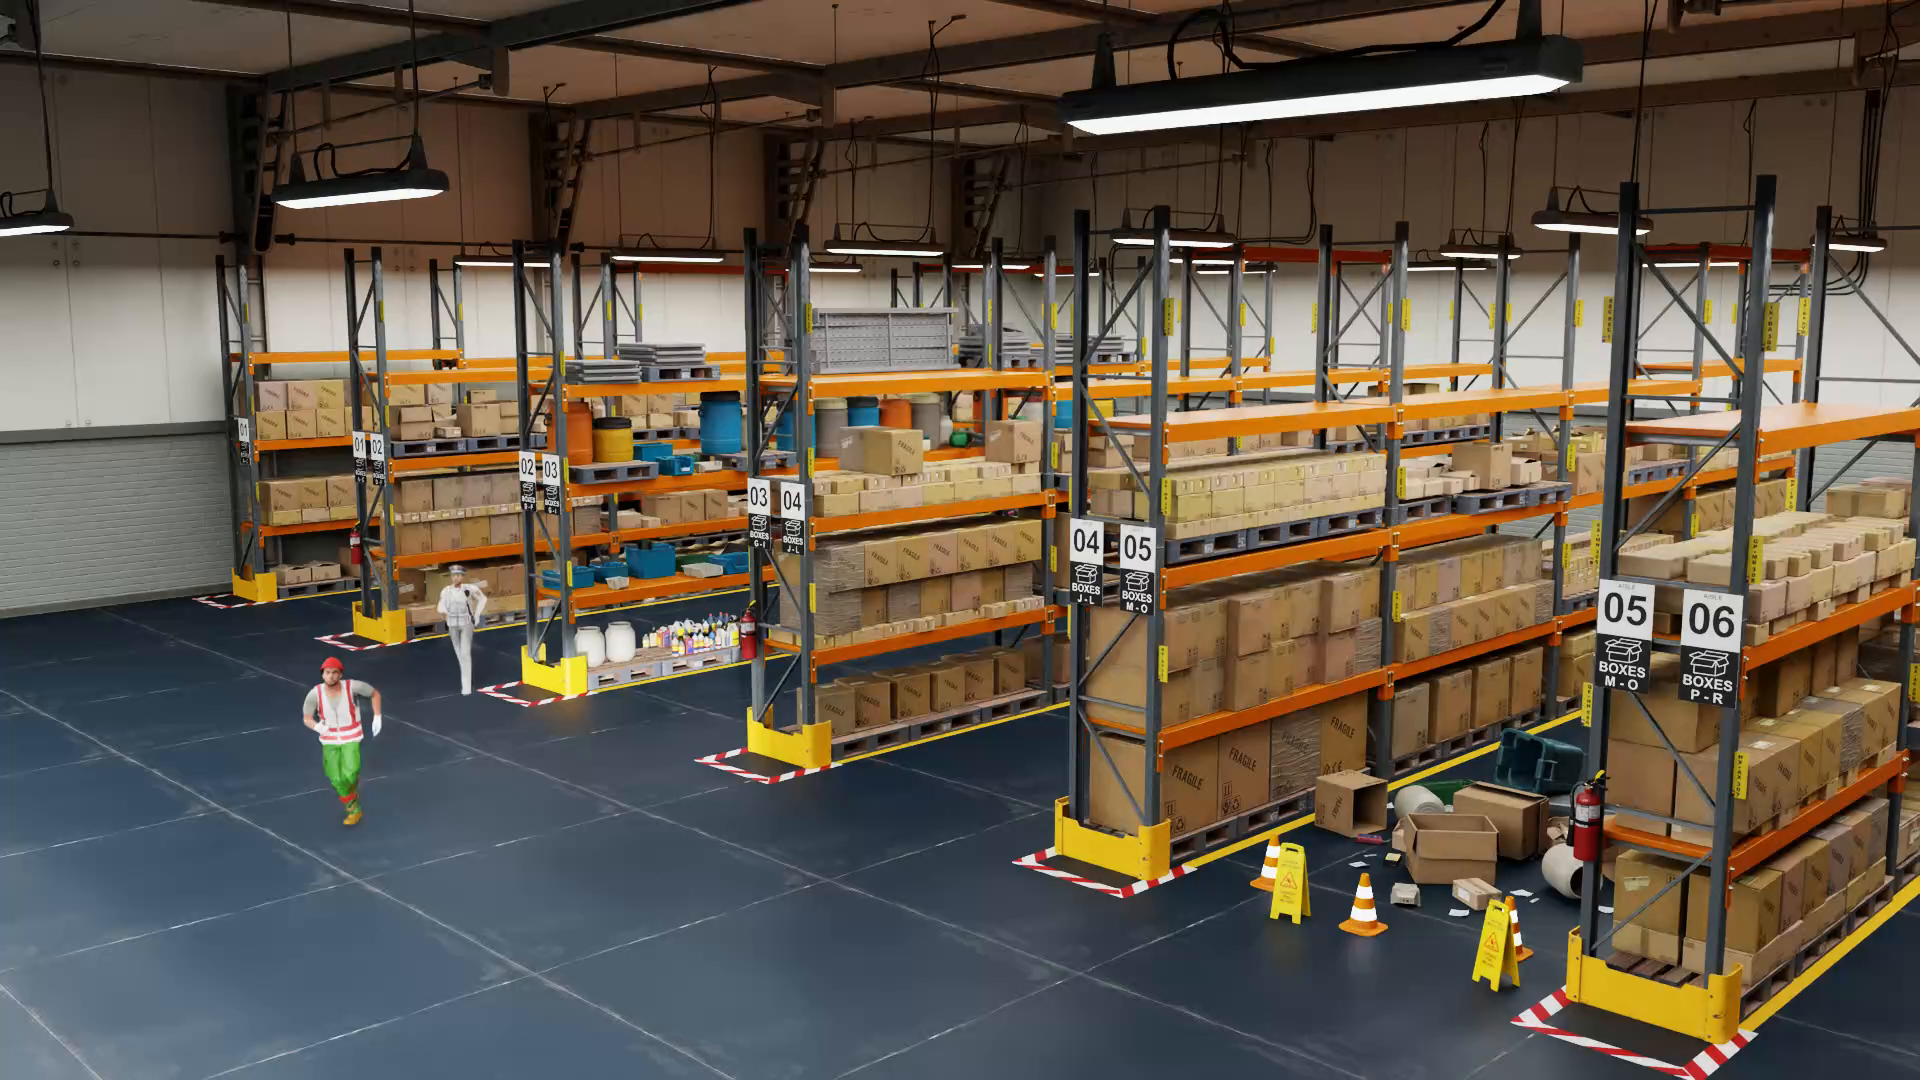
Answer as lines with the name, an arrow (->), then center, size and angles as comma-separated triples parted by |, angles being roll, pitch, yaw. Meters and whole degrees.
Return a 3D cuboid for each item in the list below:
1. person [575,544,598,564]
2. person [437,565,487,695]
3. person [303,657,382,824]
person -> -6.831, 0.051, 30.598 | 0.895, 1.632, 0.630 | -8, 11, -44
person -> -6.690, 1.187, 22.299 | 0.591, 1.753, 0.739 | 0, 8, 1
person -> -6.072, 2.000, 16.343 | 0.707, 1.726, 0.657 | -2, 8, -12
